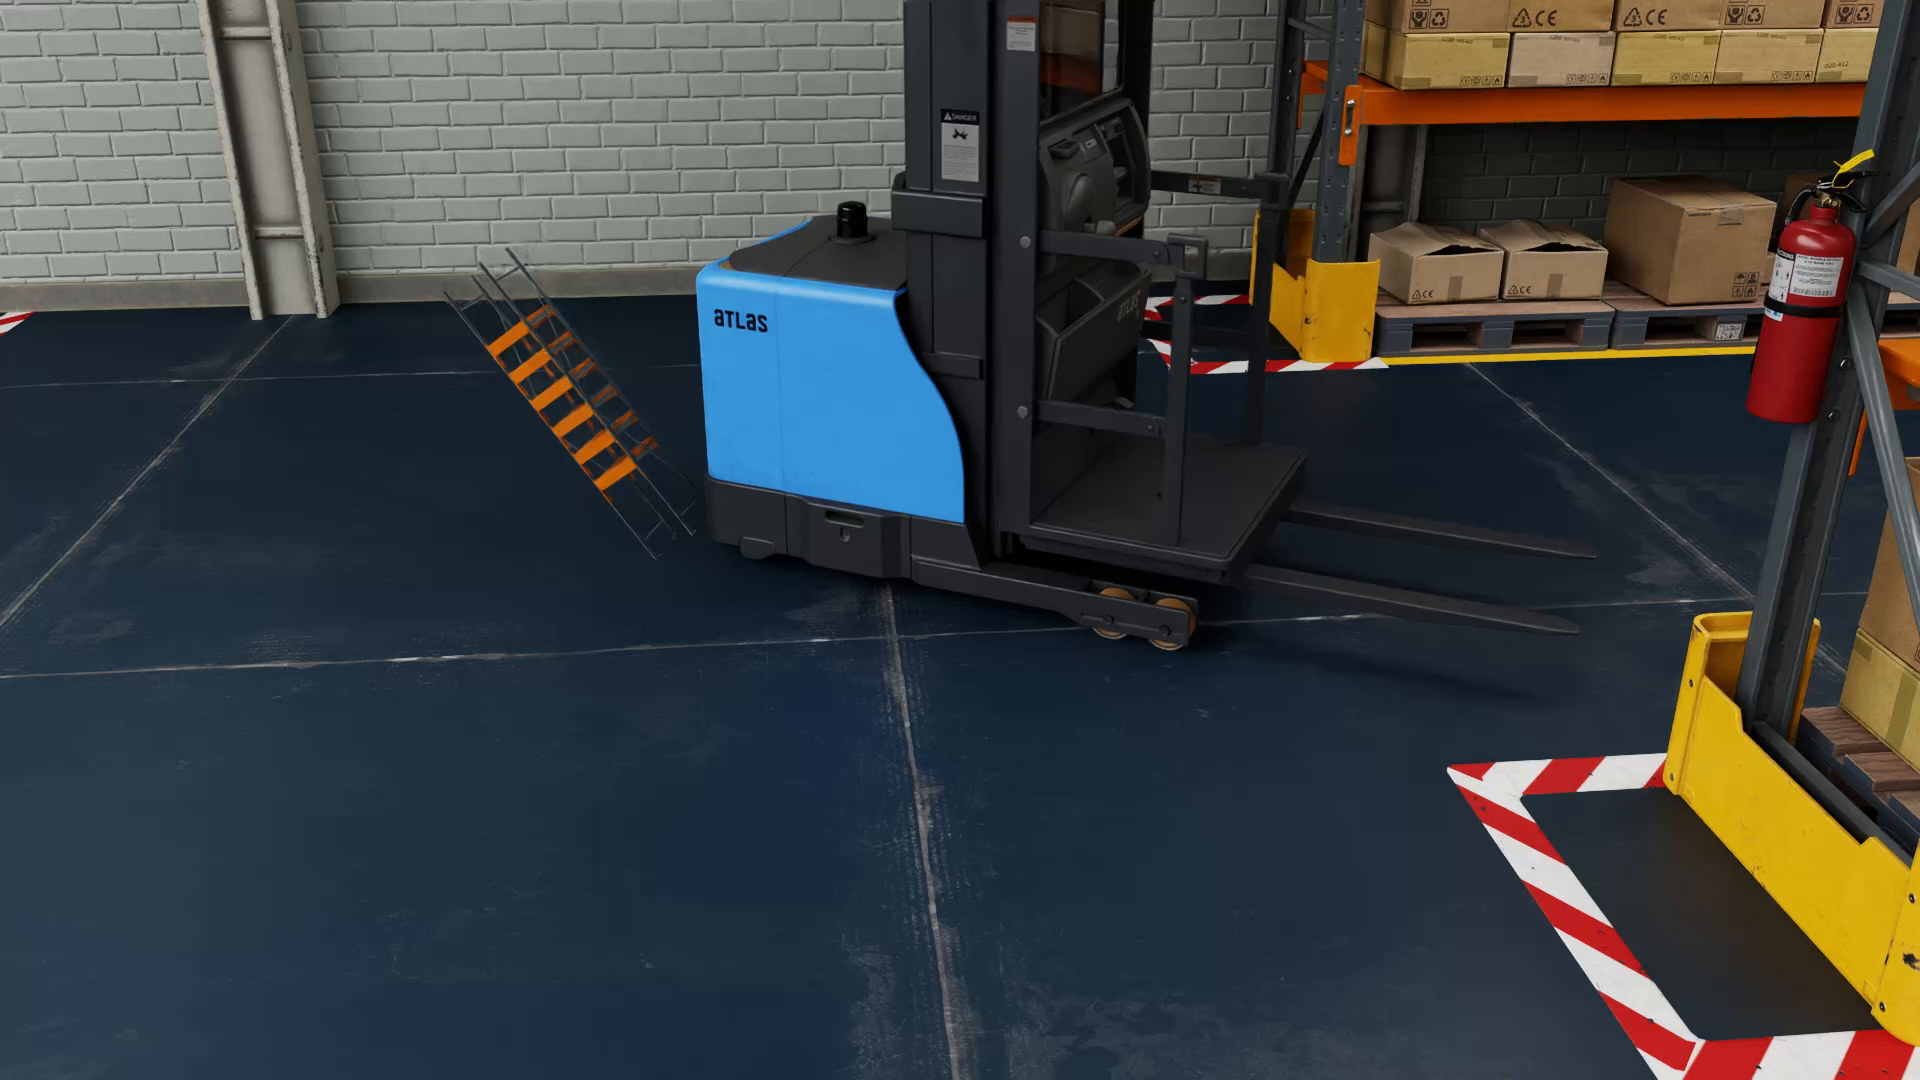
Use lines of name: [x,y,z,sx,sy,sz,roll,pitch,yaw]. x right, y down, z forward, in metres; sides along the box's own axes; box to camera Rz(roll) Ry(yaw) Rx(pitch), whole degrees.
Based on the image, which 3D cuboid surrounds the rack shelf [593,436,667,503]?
rack shelf: [-1.200,-0.265,6.077,0.180,0.103,0.258,-31,14,22]

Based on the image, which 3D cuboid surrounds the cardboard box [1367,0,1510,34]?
cardboard box: [2.253,-2.663,7.785,0.500,0.500,0.500,-2,24,-5]

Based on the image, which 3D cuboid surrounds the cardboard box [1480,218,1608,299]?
cardboard box: [3.013,-1.469,8.630,0.500,0.311,0.500,0,24,-1]

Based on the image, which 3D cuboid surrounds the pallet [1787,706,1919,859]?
pallet: [2.996,0.747,4.310,1.213,0.211,1.003,-2,24,-5]

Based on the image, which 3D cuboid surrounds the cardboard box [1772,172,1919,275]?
cardboard box: [4.700,-1.643,8.790,0.500,0.500,0.500,-4,24,-9]

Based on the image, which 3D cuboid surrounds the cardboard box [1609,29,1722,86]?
cardboard box: [3.288,-2.359,8.023,0.500,0.250,0.500,-3,24,-6]

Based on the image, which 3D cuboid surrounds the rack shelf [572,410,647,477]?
rack shelf: [-1.270,-0.359,6.050,0.180,0.103,0.258,-31,14,22]

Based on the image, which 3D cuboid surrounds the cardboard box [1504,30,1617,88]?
cardboard box: [2.780,-2.341,7.983,0.500,0.250,0.500,-3,24,-7]

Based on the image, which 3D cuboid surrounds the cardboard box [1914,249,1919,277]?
cardboard box: [5.199,-1.515,8.912,0.250,0.166,0.380,-5,25,-12]

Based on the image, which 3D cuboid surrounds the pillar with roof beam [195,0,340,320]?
pillar with roof beam: [-3.188,-3.622,3.319,0.400,9.000,9.100,-2,24,-5]

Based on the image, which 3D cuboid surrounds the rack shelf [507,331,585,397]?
rack shelf: [-1.479,-0.640,5.968,0.180,0.103,0.258,-31,14,22]

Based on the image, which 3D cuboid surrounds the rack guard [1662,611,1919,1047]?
rack guard: [2.215,0.663,4.143,0.348,0.500,1.175,-2,24,-5]

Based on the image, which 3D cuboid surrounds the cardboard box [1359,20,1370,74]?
cardboard box: [2.194,-2.520,8.386,0.500,0.250,0.500,-2,24,-4]

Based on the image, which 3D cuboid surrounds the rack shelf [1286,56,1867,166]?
rack shelf: [3.738,-2.233,8.467,4.000,0.370,1.077,-2,24,-5]

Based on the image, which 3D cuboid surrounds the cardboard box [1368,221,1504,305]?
cardboard box: [2.445,-1.446,8.579,0.500,0.311,0.500,-5,24,-11]

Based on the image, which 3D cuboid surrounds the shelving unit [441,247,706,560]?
shelving unit: [-1.365,-0.487,6.013,0.189,1.200,0.258,-31,14,22]

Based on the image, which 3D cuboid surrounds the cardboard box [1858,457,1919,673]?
cardboard box: [2.743,0.100,4.277,0.500,0.500,0.500,-2,24,-5]

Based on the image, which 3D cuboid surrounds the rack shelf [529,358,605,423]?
rack shelf: [-1.409,-0.546,5.995,0.180,0.103,0.258,-31,14,22]

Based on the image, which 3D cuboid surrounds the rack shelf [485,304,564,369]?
rack shelf: [-1.548,-0.734,5.941,0.180,0.103,0.258,-31,14,22]

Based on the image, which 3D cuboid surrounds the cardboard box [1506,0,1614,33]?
cardboard box: [2.746,-2.679,7.821,0.500,0.500,0.500,-2,24,-5]

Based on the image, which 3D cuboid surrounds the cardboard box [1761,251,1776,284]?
cardboard box: [4.135,-1.485,8.865,0.250,0.149,0.380,-4,24,-9]

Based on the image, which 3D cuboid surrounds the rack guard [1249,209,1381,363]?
rack guard: [1.824,-1.343,8.656,0.348,0.500,1.175,-2,24,-5]

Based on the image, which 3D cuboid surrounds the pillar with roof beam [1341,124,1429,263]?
pillar with roof beam: [2.783,-3.861,3.858,0.400,9.000,9.100,-2,24,-5]

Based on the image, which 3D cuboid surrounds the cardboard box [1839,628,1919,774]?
cardboard box: [2.743,0.444,4.427,0.500,0.250,0.500,-2,24,-5]

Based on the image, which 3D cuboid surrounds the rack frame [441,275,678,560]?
rack frame: [-1.438,-0.443,6.047,0.006,1.200,0.240,-31,14,22]

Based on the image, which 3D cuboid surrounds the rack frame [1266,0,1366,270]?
rack frame: [1.748,-2.482,8.142,0.127,3.000,1.000,-2,24,-5]

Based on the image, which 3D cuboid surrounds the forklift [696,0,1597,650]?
forklift: [0.634,-1.224,5.396,3.031,2.935,1.130,10,26,22]

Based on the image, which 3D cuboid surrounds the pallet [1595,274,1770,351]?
pallet: [3.847,-1.277,8.862,1.213,0.211,1.003,-2,24,-5]

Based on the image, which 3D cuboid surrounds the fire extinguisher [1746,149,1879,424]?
fire extinguisher: [2.075,-0.628,4.065,0.183,0.674,0.296,-2,24,-5]

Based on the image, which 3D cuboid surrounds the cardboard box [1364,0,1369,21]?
cardboard box: [2.196,-2.870,8.251,0.500,0.500,0.500,-3,24,-6]

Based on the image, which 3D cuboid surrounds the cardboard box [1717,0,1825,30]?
cardboard box: [3.773,-2.722,7.919,0.500,0.500,0.500,-2,24,-3]

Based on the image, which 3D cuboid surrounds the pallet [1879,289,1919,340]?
pallet: [5.064,-1.327,8.975,1.213,0.211,1.003,-2,24,-5]

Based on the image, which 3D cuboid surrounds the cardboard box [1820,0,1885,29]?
cardboard box: [4.290,-2.743,7.966,0.500,0.500,0.500,-3,24,-7]

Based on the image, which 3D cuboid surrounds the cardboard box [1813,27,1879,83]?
cardboard box: [4.292,-2.398,8.113,0.500,0.250,0.500,-2,24,-5]

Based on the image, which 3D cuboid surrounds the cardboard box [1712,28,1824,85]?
cardboard box: [3.791,-2.378,8.067,0.500,0.250,0.500,-2,24,-5]

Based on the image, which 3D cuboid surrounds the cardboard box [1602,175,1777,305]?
cardboard box: [3.748,-1.564,8.612,0.500,0.500,0.700,-4,24,-8]

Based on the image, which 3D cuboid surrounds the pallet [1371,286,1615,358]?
pallet: [2.636,-1.229,8.756,1.213,0.211,1.003,-2,24,-5]

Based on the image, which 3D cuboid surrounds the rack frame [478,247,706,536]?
rack frame: [-1.293,-0.531,5.978,0.006,1.200,0.240,-31,14,22]

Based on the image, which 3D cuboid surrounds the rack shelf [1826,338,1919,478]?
rack shelf: [4.229,-0.231,3.963,4.000,0.370,1.077,-2,24,-5]

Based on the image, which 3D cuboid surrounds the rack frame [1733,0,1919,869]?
rack frame: [2.239,-0.480,3.637,0.127,3.000,1.000,-2,24,-5]

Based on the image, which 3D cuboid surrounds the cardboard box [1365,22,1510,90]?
cardboard box: [2.265,-2.314,7.923,0.500,0.250,0.500,-3,24,-7]

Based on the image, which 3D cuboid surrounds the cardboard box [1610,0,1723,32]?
cardboard box: [3.260,-2.697,7.861,0.500,0.500,0.500,-3,24,-7]

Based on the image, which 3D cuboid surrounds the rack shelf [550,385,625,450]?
rack shelf: [-1.339,-0.453,6.023,0.180,0.103,0.258,-31,14,22]
